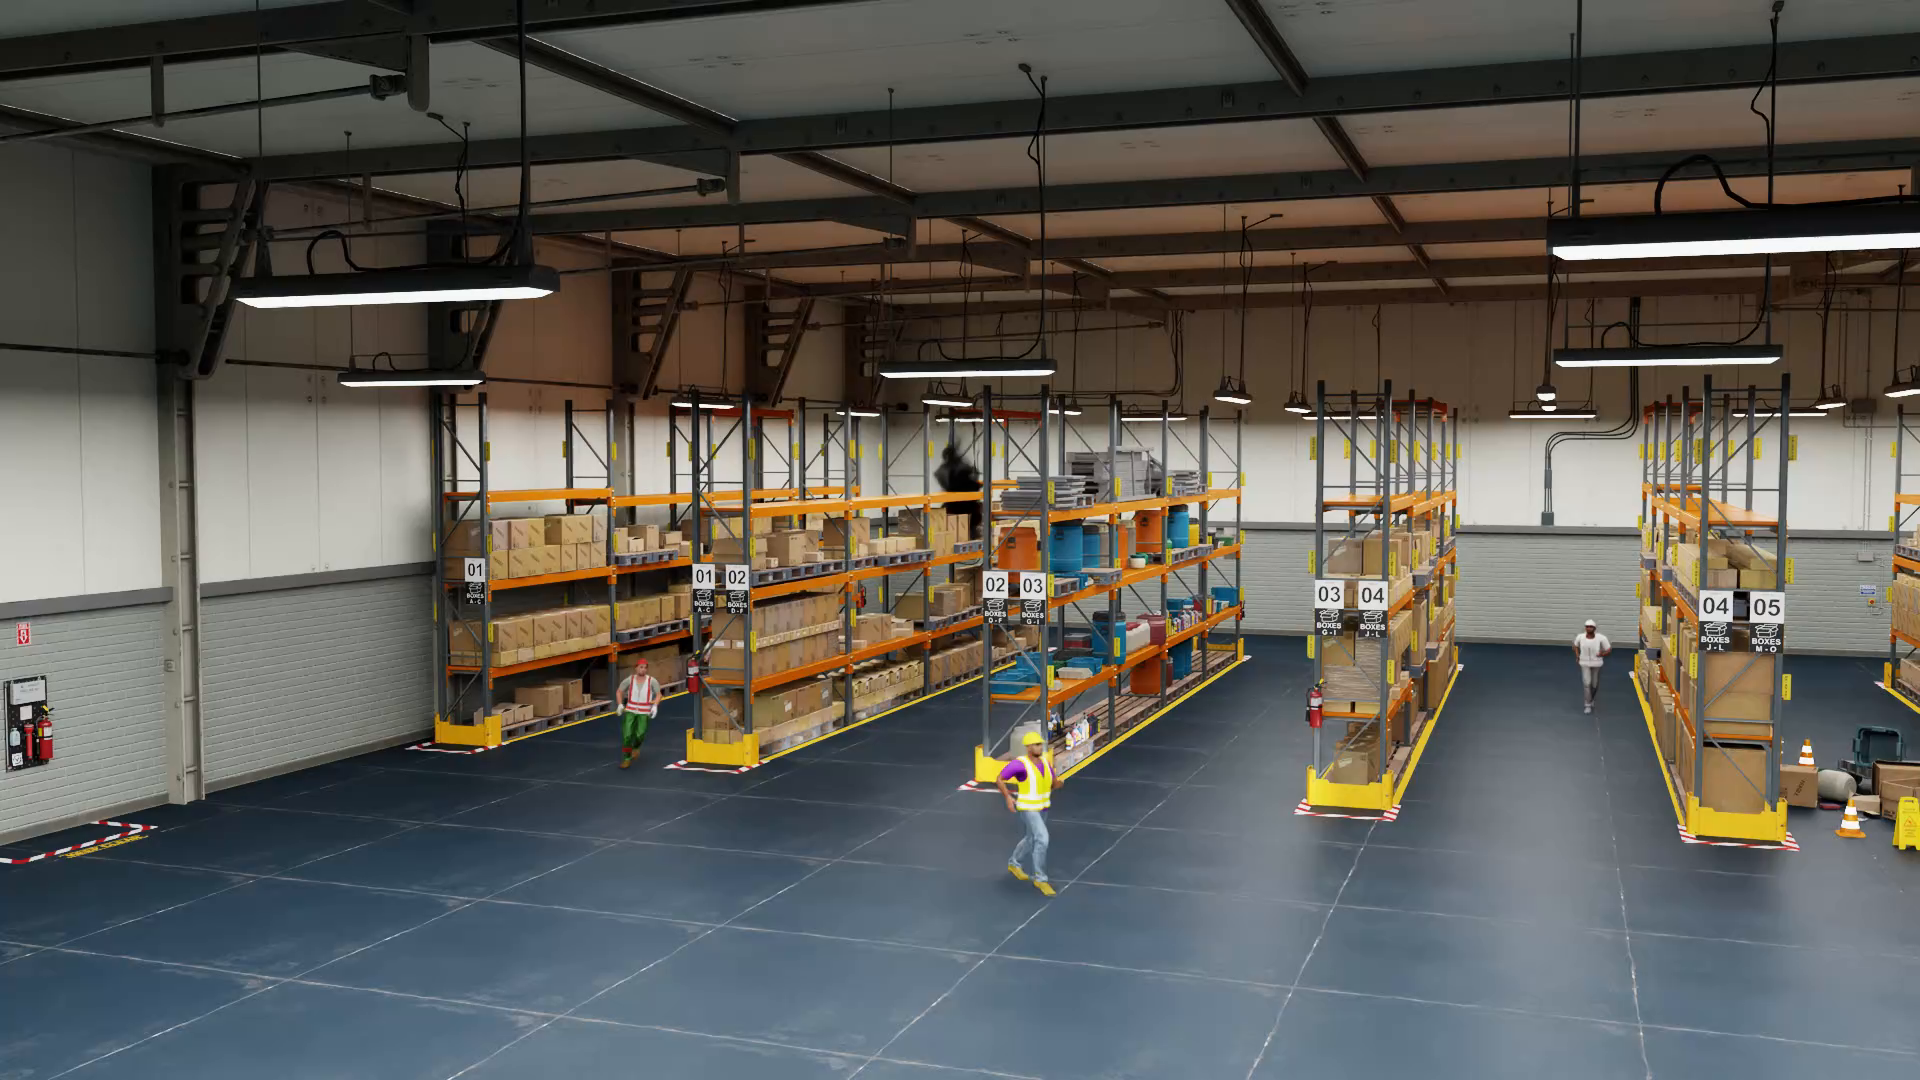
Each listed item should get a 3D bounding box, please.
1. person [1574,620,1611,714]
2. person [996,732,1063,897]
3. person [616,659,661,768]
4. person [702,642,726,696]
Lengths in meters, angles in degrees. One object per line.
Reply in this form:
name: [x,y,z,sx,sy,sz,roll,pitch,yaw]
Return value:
person: [12.147,2.419,31.962,0.685,1.776,0.887,1,3,23]
person: [0.827,3.099,18.993,0.807,1.823,0.677,3,4,40]
person: [-5.108,2.742,26.404,0.707,1.724,0.555,0,3,-6]
person: [-4.476,2.461,30.935,0.678,1.761,0.879,1,3,14]
